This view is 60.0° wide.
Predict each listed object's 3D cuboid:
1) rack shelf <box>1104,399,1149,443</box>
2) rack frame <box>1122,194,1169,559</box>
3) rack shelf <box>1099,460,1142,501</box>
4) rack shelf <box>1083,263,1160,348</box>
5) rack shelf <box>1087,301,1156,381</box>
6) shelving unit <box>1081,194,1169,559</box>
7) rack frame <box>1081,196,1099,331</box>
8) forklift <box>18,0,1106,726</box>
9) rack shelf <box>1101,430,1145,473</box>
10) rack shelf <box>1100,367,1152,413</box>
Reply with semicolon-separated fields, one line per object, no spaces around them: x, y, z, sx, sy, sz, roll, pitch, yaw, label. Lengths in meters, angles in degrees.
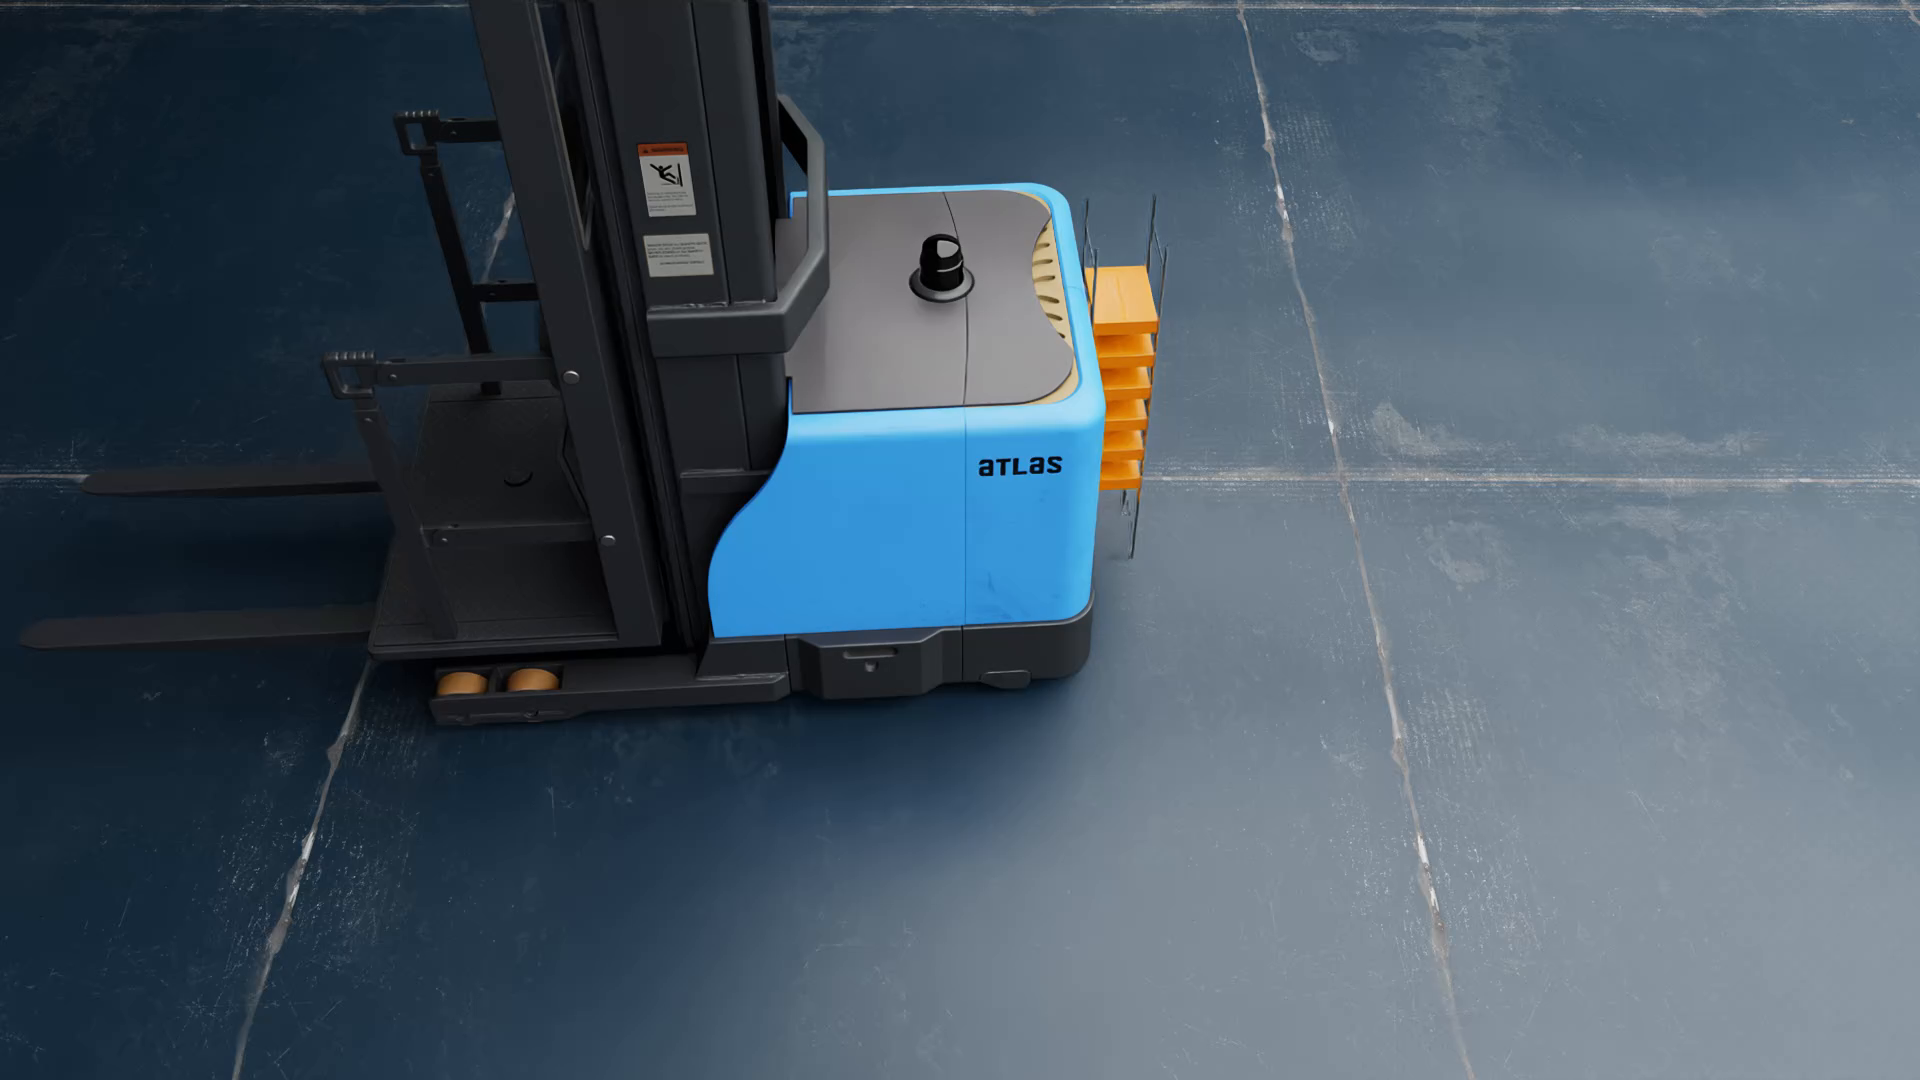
0.441;-0.401;4.864;0.180;0.103;0.258;-3;47;-3;rack shelf
0.532;-0.436;4.836;0.006;1.200;0.240;-3;47;-3;rack frame
0.441;-0.238;5.040;0.180;0.103;0.258;-3;47;-3;rack shelf
0.441;-0.646;4.601;0.180;0.103;0.258;-3;47;-3;rack shelf
0.441;-0.565;4.689;0.180;0.103;0.258;-3;47;-3;rack shelf
0.441;-0.431;4.832;0.189;1.200;0.258;-3;47;-3;shelving unit
0.350;-0.427;4.828;0.006;1.200;0.240;-3;47;-3;rack frame
-1.161;-0.870;4.057;3.031;2.935;1.130;-3;47;-3;forklift
0.441;-0.319;4.952;0.180;0.103;0.258;-3;47;-3;rack shelf
0.441;-0.483;4.776;0.180;0.103;0.258;-3;47;-3;rack shelf
